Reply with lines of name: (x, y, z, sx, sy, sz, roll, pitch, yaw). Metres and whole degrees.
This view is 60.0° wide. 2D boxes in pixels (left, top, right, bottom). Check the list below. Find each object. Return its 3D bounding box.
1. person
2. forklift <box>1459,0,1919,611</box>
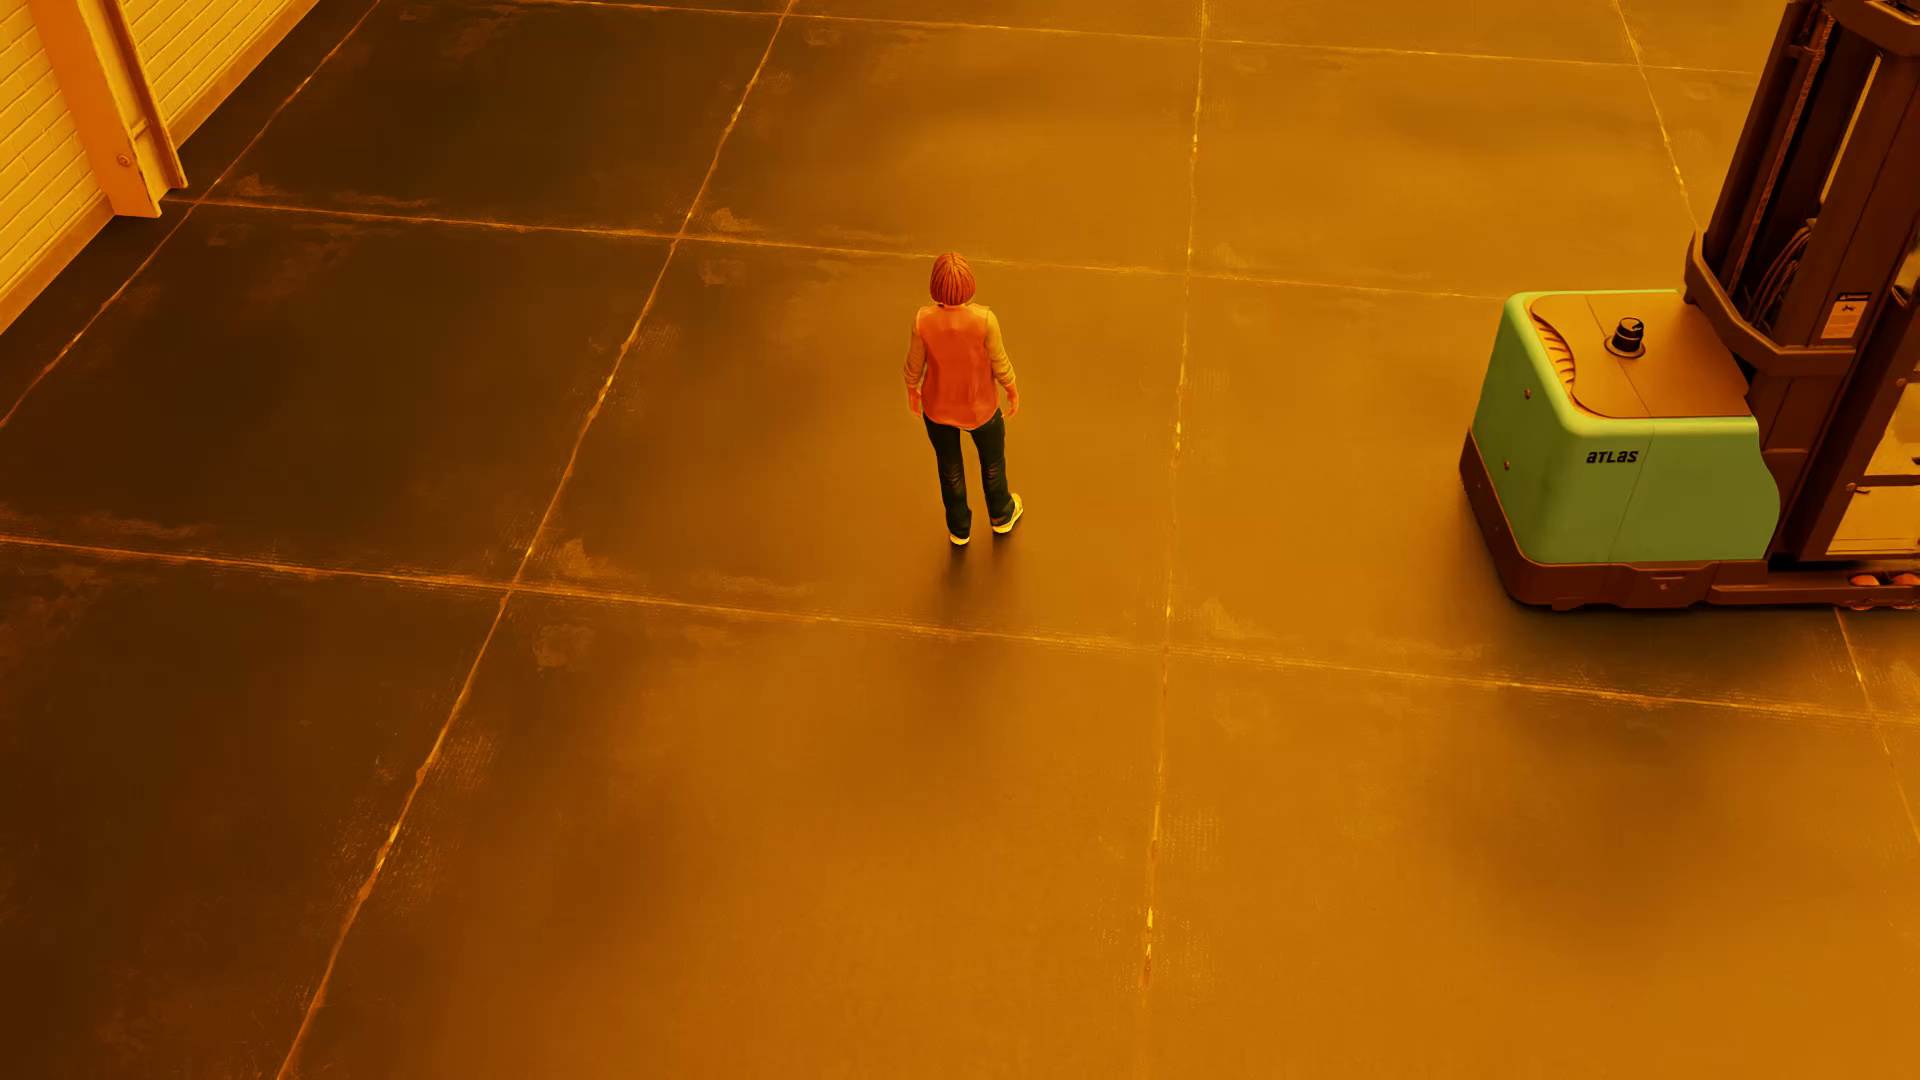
person: (0.024, -0.642, 7.398, 0.520, 1.597, 0.476, 5, 43, 6)
forklift: (3.978, -1.121, 6.944, 3.031, 2.935, 1.130, -1, 43, -1)
